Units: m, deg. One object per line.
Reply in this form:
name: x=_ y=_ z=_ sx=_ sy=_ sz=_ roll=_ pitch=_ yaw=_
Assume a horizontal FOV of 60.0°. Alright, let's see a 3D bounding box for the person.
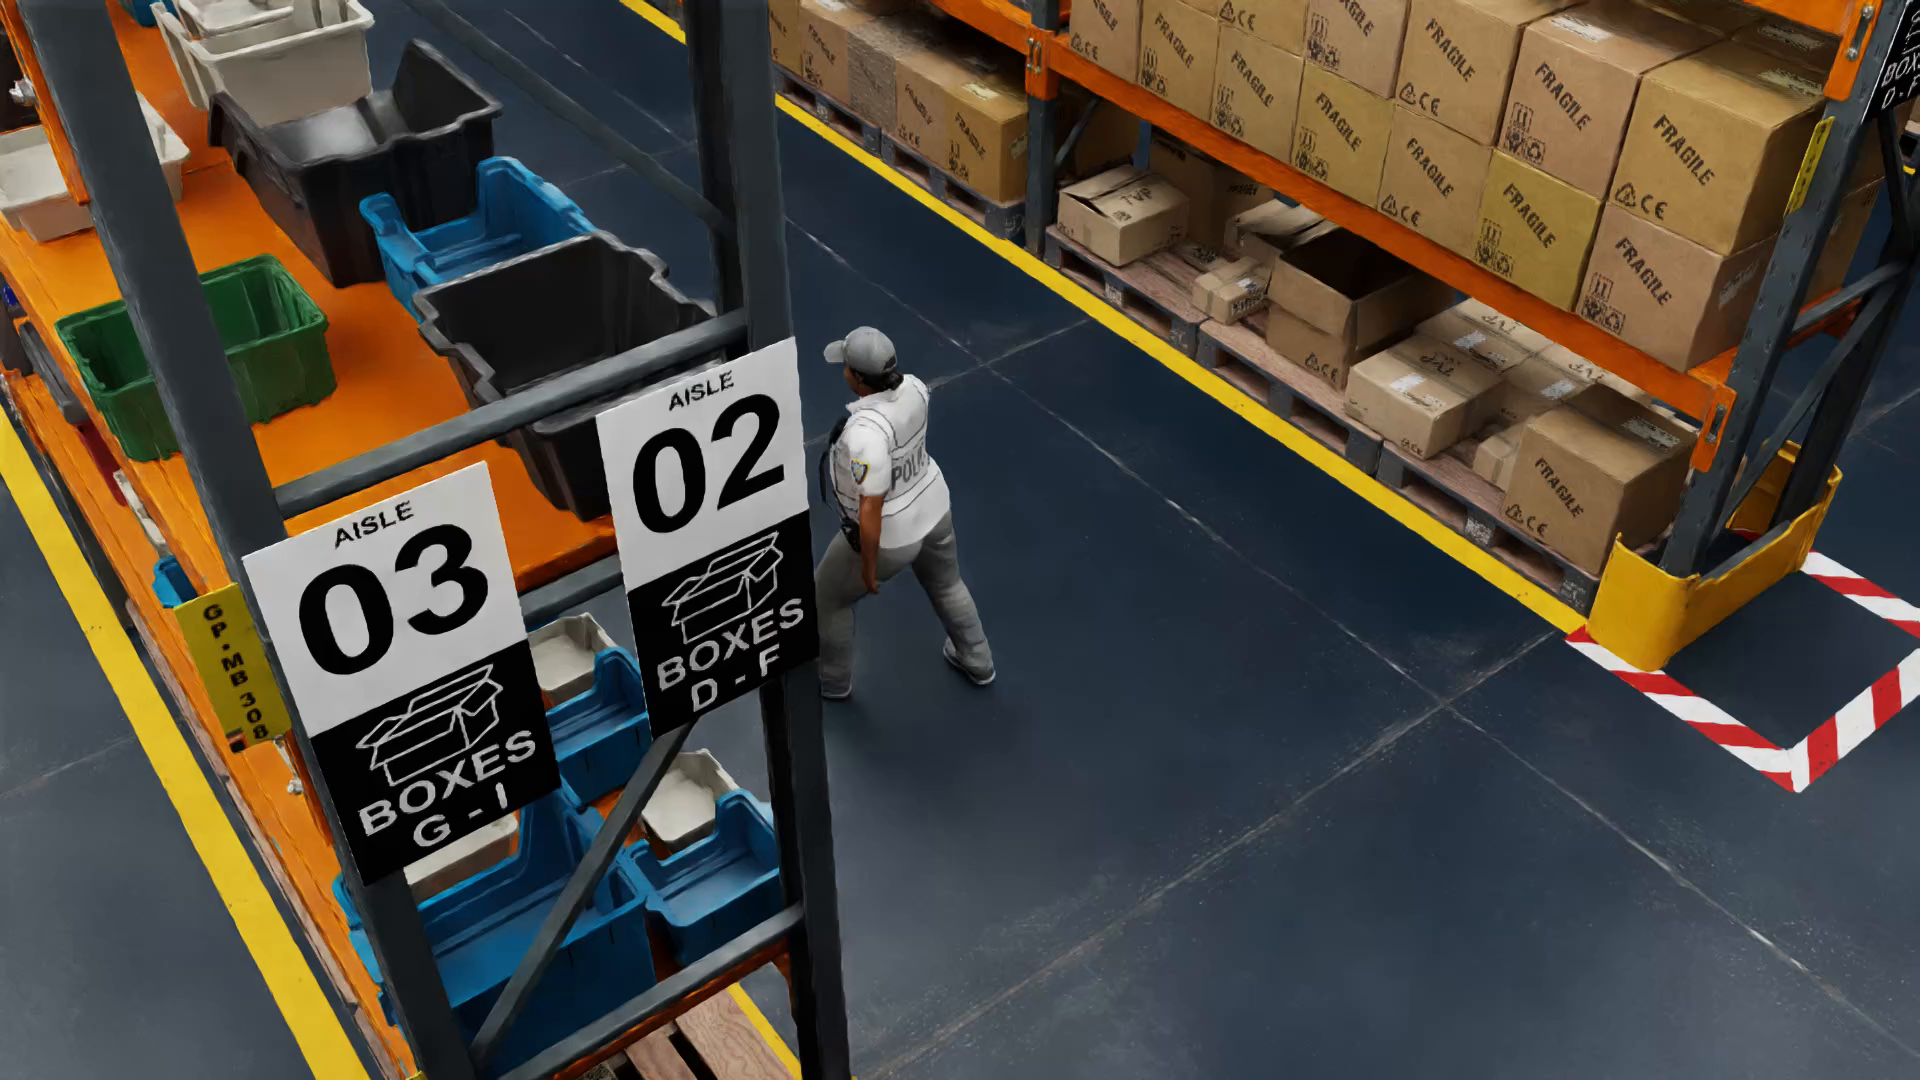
person: x=-0.275 y=-0.062 z=6.247 sx=0.751 sy=1.615 sz=0.612 roll=22 pitch=45 yaw=23
